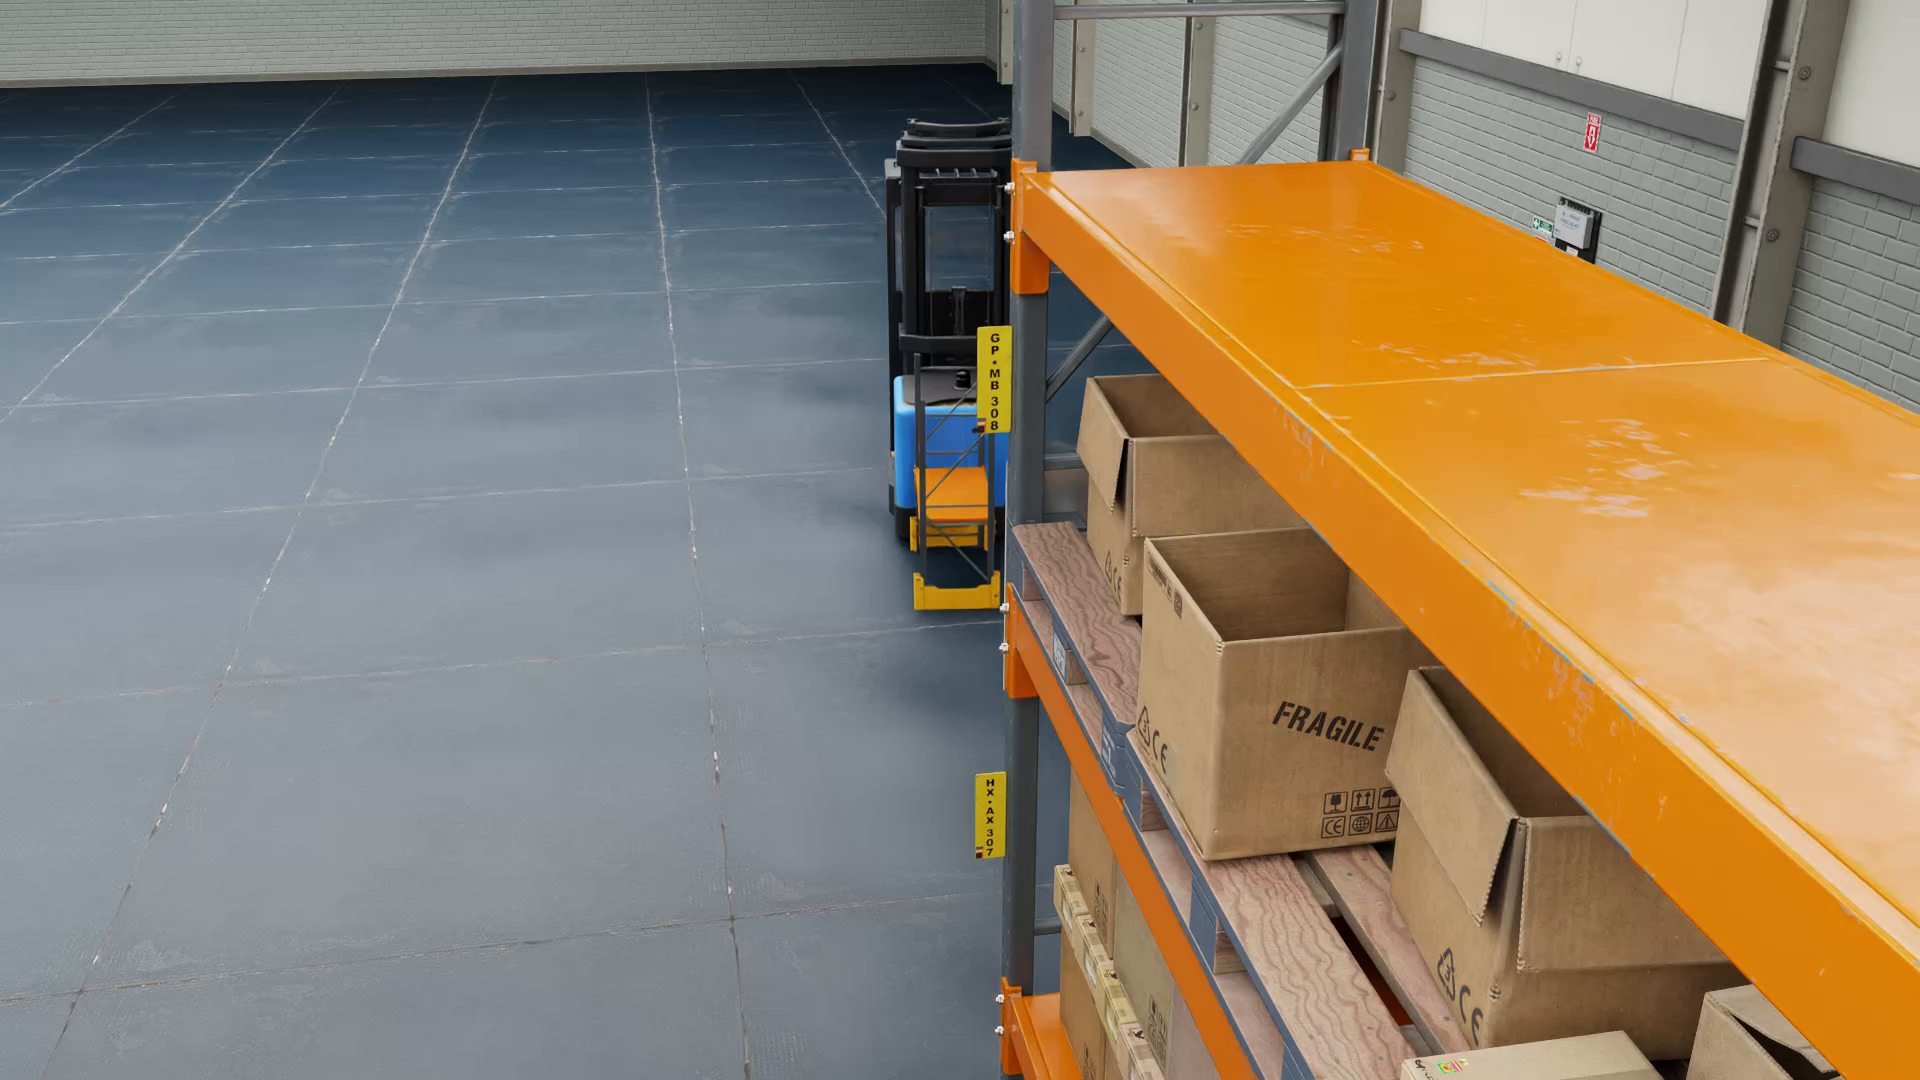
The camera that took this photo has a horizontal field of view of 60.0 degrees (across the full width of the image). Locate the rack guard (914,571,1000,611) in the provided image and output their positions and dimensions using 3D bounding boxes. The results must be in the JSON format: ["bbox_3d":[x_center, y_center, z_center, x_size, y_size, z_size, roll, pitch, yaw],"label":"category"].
[{"bbox_3d":[-0.020,0.349,11.381,0.587,0.250,0.087,-1,24,-3],"label":"rack guard"}]

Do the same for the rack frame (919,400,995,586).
[{"bbox_3d":[-0.020,-0.223,11.130,0.500,1.500,0.032,-1,24,-3],"label":"rack frame"}]

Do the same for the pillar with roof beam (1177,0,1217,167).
[{"bbox_3d":[-1.065,-8.363,20.399,9.100,9.000,0.400,-4,24,-10],"label":"pillar with roof beam"}]

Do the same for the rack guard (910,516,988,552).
[{"bbox_3d":[-0.072,-0.049,12.293,0.587,0.250,0.087,-1,24,-3],"label":"rack guard"}]

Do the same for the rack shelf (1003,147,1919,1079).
[{"bbox_3d":[1.017,-0.146,2.981,1.077,0.370,4.000,-4,24,-10],"label":"rack shelf"}]

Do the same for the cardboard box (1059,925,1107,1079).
[{"bbox_3d":[0.721,1.443,5.317,0.700,0.500,0.500,-4,24,-10],"label":"cardboard box"}]

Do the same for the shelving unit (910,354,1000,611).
[{"bbox_3d":[-0.046,-0.423,11.587,0.587,1.500,1.083,-1,24,-3],"label":"shelving unit"}]

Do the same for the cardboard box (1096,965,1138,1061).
[{"bbox_3d":[0.604,1.333,4.757,0.380,0.149,0.250,-4,24,-10],"label":"cardboard box"}]

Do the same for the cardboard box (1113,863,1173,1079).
[{"bbox_3d":[0.833,1.075,4.536,0.700,0.500,0.500,-5,24,-11],"label":"cardboard box"}]

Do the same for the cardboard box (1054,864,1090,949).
[{"bbox_3d":[0.508,1.131,5.219,0.380,0.149,0.250,-4,24,-10],"label":"cardboard box"}]

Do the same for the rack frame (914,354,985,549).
[{"bbox_3d":[-0.073,-0.630,12.060,0.500,1.500,0.032,-1,24,-3],"label":"rack frame"}]

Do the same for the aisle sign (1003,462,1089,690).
[{"bbox_3d":[0.334,0.109,5.246,0.394,0.787,0.004,-4,24,-10],"label":"aisle sign"}]

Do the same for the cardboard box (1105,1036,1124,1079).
[{"bbox_3d":[0.823,1.649,4.844,0.700,0.500,0.500,-4,24,-8],"label":"cardboard box"}]

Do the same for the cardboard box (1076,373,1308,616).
[{"bbox_3d":[0.749,-0.148,4.508,0.797,0.503,0.637,-3,24,-6],"label":"cardboard box"}]

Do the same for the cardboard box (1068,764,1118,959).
[{"bbox_3d":[0.731,0.869,5.009,0.700,0.500,0.500,-4,24,-10],"label":"cardboard box"}]

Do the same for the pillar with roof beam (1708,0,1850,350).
[{"bbox_3d":[1.154,-3.643,9.591,9.100,9.000,0.400,-4,24,-10],"label":"pillar with roof beam"}]

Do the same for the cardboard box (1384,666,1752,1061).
[{"bbox_3d":[1.206,0.542,2.928,0.797,0.503,0.637,-2,24,-4],"label":"cardboard box"}]

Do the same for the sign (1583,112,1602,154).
[{"bbox_3d":[5.062,-3.261,13.314,0.001,0.298,0.199,-4,24,-10],"label":"sign"}]

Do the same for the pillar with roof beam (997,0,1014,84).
[{"bbox_3d":[-3.284,-13.084,31.206,9.100,9.000,0.400,-4,24,-10],"label":"pillar with roof beam"}]

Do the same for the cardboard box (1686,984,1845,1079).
[{"bbox_3d":[1.453,0.857,2.447,0.500,0.311,0.500,-6,24,-13],"label":"cardboard box"}]

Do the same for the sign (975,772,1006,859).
[{"bbox_3d":[0.101,0.910,5.481,0.100,0.325,0.005,-4,24,-10],"label":"sign"}]

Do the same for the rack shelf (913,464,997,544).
[{"bbox_3d":[-0.047,-0.262,11.667,0.538,0.185,1.000,-1,24,-3],"label":"rack shelf"}]

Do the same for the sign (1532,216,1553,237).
[{"bbox_3d":[4.957,-2.670,14.150,0.001,0.109,0.331,-4,24,-10],"label":"sign"}]

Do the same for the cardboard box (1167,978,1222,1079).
[{"bbox_3d":[0.927,1.274,4.083,0.700,0.500,0.500,-4,24,-10],"label":"cardboard box"}]

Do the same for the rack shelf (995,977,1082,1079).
[{"bbox_3d":[1.017,2.420,4.102,1.077,0.370,4.000,-4,24,-10],"label":"rack shelf"}]

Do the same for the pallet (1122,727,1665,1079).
[{"bbox_3d":[0.982,0.731,3.434,1.003,0.211,1.213,-4,24,-10],"label":"pallet"}]

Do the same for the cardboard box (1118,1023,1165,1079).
[{"bbox_3d":[0.649,1.432,4.530,0.380,0.149,0.250,-5,24,-11],"label":"cardboard box"}]

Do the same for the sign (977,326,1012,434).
[{"bbox_3d":[0.101,-0.469,4.879,0.100,0.325,0.005,-4,24,-10],"label":"sign"}]

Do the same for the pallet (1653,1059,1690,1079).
[{"bbox_3d":[1.204,1.210,2.338,1.003,0.211,1.213,-4,24,-10],"label":"pallet"}]

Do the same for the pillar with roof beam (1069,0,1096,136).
[{"bbox_3d":[-2.174,-10.724,25.802,9.100,9.000,0.400,-4,24,-10],"label":"pillar with roof beam"}]

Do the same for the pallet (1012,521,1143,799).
[{"bbox_3d":[0.753,0.250,4.535,1.003,0.211,1.213,-4,24,-10],"label":"pallet"}]

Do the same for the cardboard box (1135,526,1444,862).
[{"bbox_3d":[0.686,0.300,3.485,0.500,0.500,0.500,-4,24,-10],"label":"cardboard box"}]

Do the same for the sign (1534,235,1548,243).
[{"bbox_3d":[4.965,-2.429,14.262,0.001,0.329,0.234,-4,24,-10],"label":"sign"}]

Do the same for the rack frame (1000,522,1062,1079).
[{"bbox_3d":[0.647,1.304,5.759,1.000,3.000,0.127,-4,24,-10],"label":"rack frame"}]

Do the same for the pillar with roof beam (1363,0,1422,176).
[{"bbox_3d":[0.045,-6.003,14.995,9.100,9.000,0.400,-4,24,-10],"label":"pillar with roof beam"}]

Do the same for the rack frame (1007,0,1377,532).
[{"bbox_3d":[0.647,-1.445,4.558,1.000,3.000,0.127,-4,24,-10],"label":"rack frame"}]

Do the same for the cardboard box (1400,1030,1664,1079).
[{"bbox_3d":[0.895,0.907,2.535,0.380,0.149,0.250,-4,24,-10],"label":"cardboard box"}]

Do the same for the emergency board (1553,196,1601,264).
[{"bbox_3d":[4.965,-2.188,13.754,0.194,1.169,0.643,-4,24,-10],"label":"emergency board"}]

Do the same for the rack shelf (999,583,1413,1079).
[{"bbox_3d":[1.017,1.046,3.502,1.077,0.370,4.000,-4,24,-10],"label":"rack shelf"}]

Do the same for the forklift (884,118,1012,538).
[{"bbox_3d":[-0.033,-1.906,13.194,1.130,2.935,3.031,-1,24,-3],"label":"forklift"}]

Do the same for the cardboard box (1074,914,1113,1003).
[{"bbox_3d":[0.560,1.235,4.982,0.380,0.149,0.250,-5,24,-11],"label":"cardboard box"}]
